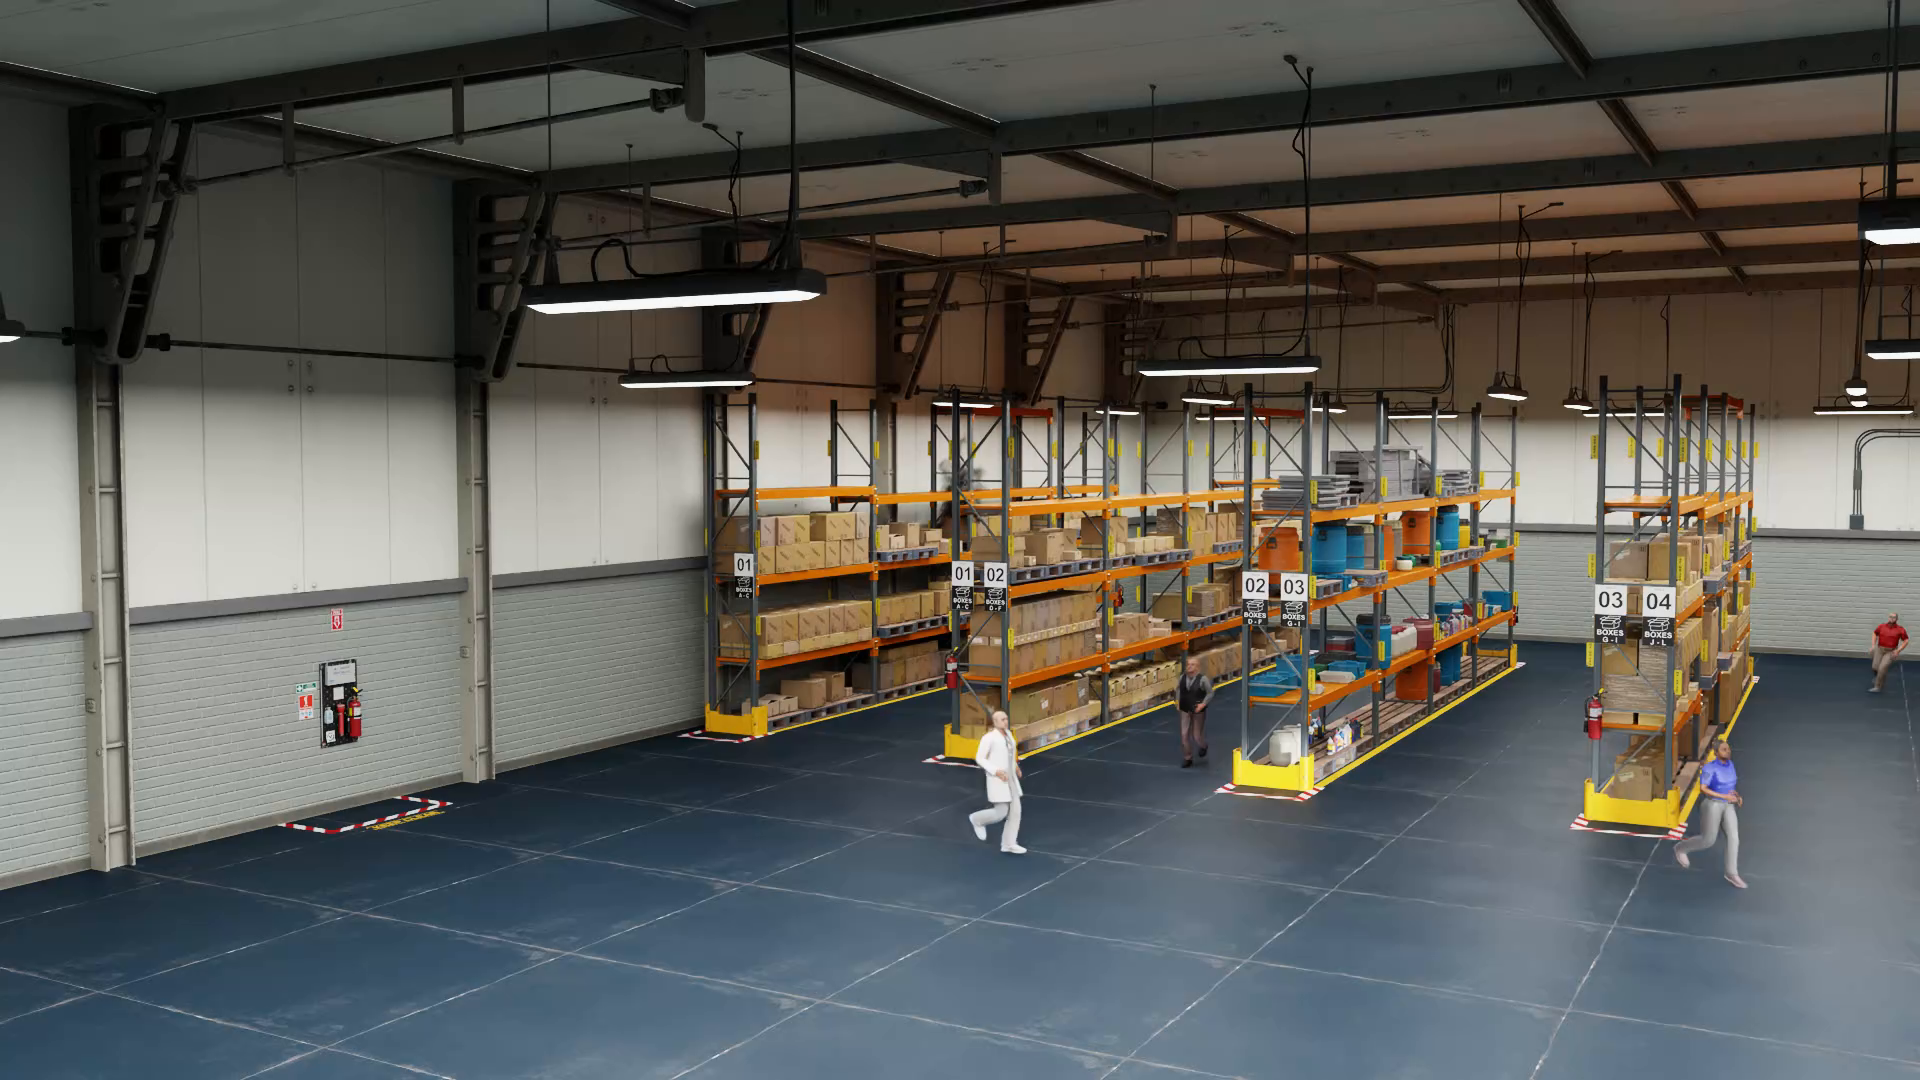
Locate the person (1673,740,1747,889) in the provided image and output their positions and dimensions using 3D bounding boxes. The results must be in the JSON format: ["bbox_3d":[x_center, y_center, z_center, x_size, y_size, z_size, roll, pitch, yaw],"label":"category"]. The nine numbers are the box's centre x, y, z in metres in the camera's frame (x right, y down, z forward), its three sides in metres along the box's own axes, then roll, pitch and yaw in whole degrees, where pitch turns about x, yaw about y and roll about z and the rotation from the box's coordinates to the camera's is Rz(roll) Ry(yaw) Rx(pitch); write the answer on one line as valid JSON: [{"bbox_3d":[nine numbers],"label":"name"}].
[{"bbox_3d":[8.795,3.140,19.362,0.588,1.663,0.908,-1,3,-22],"label":"person"}]

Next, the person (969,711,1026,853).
[{"bbox_3d":[0.492,3.002,20.728,0.865,1.745,0.708,3,4,43],"label":"person"}]

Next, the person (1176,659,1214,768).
[{"bbox_3d":[3.728,2.734,26.468,0.677,1.708,0.774,2,3,27],"label":"person"}]

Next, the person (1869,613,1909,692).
[{"bbox_3d":[19.179,2.323,34.336,0.561,1.651,0.699,-3,4,-45],"label":"person"}]
